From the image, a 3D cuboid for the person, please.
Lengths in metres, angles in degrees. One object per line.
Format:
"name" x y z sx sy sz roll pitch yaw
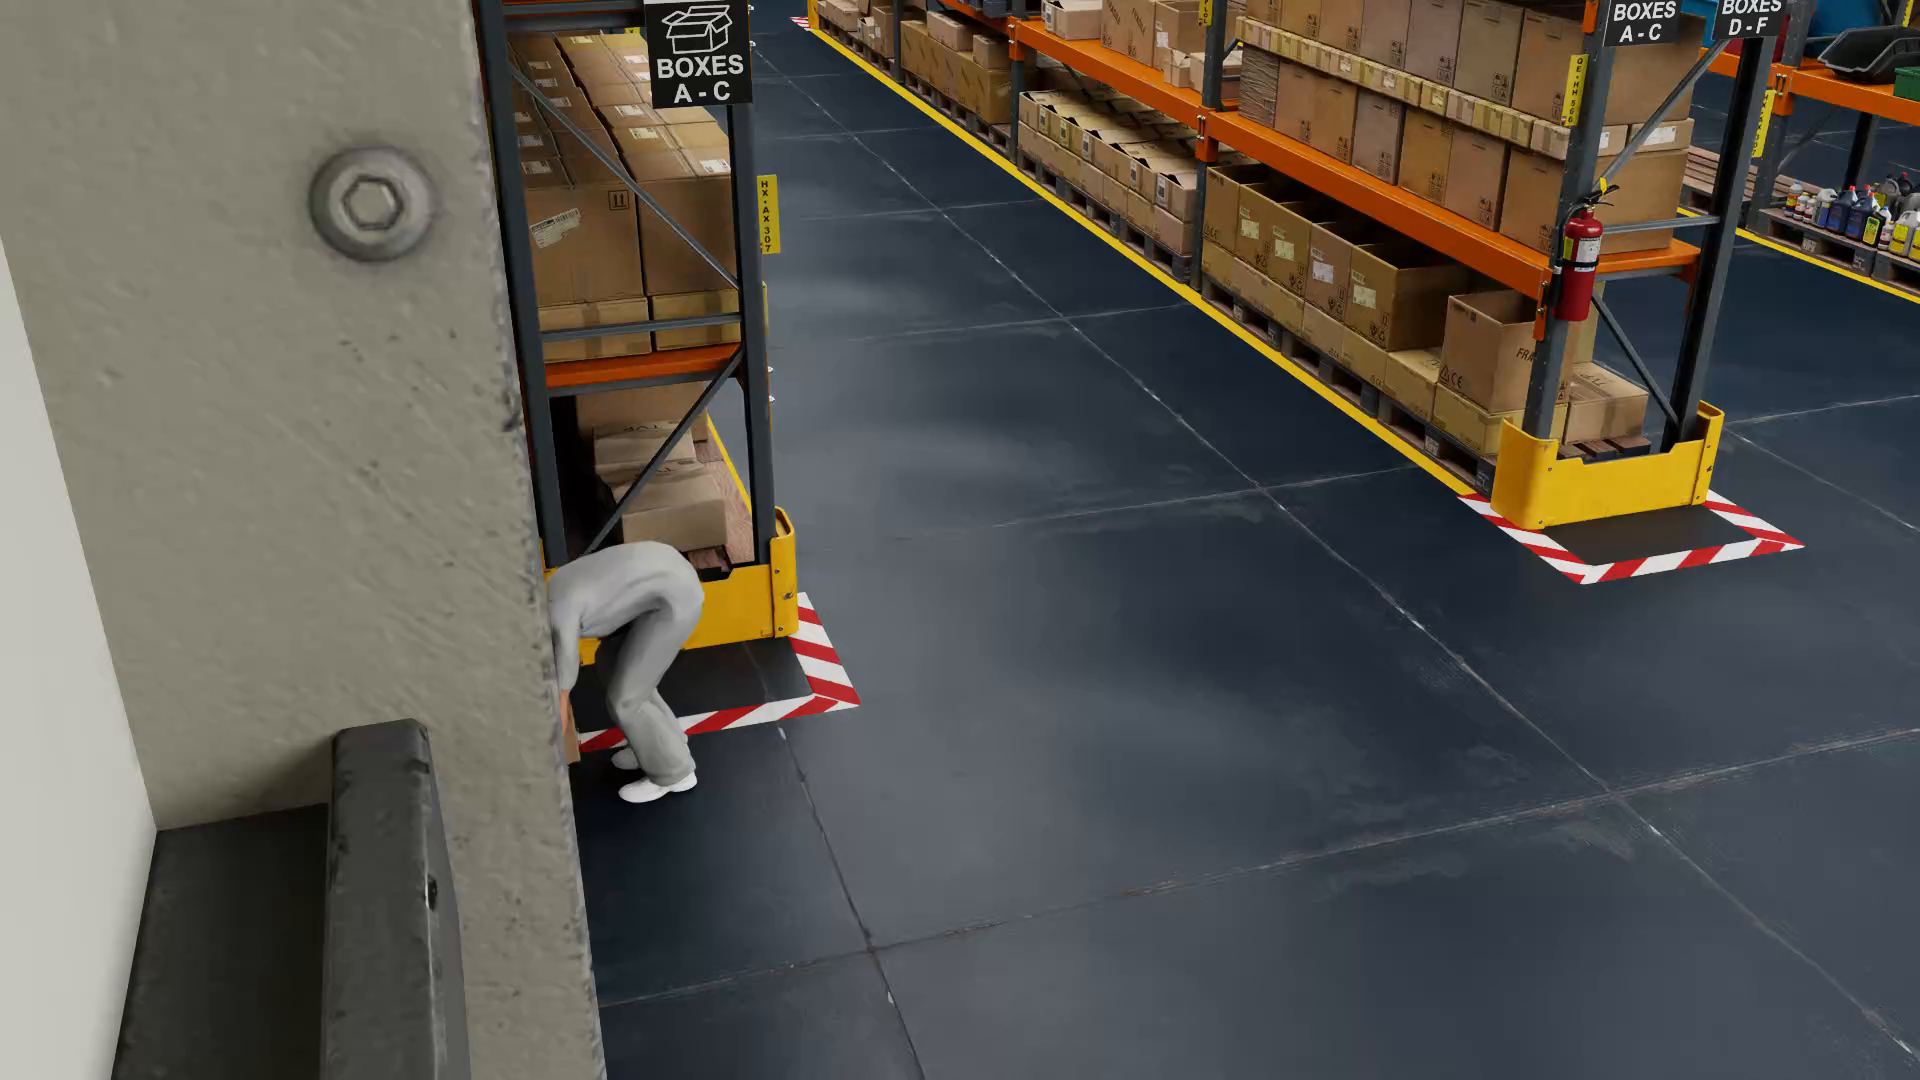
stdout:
"person" -1.390 0.531 6.330 0.863 0.979 0.446 -9 28 -18
